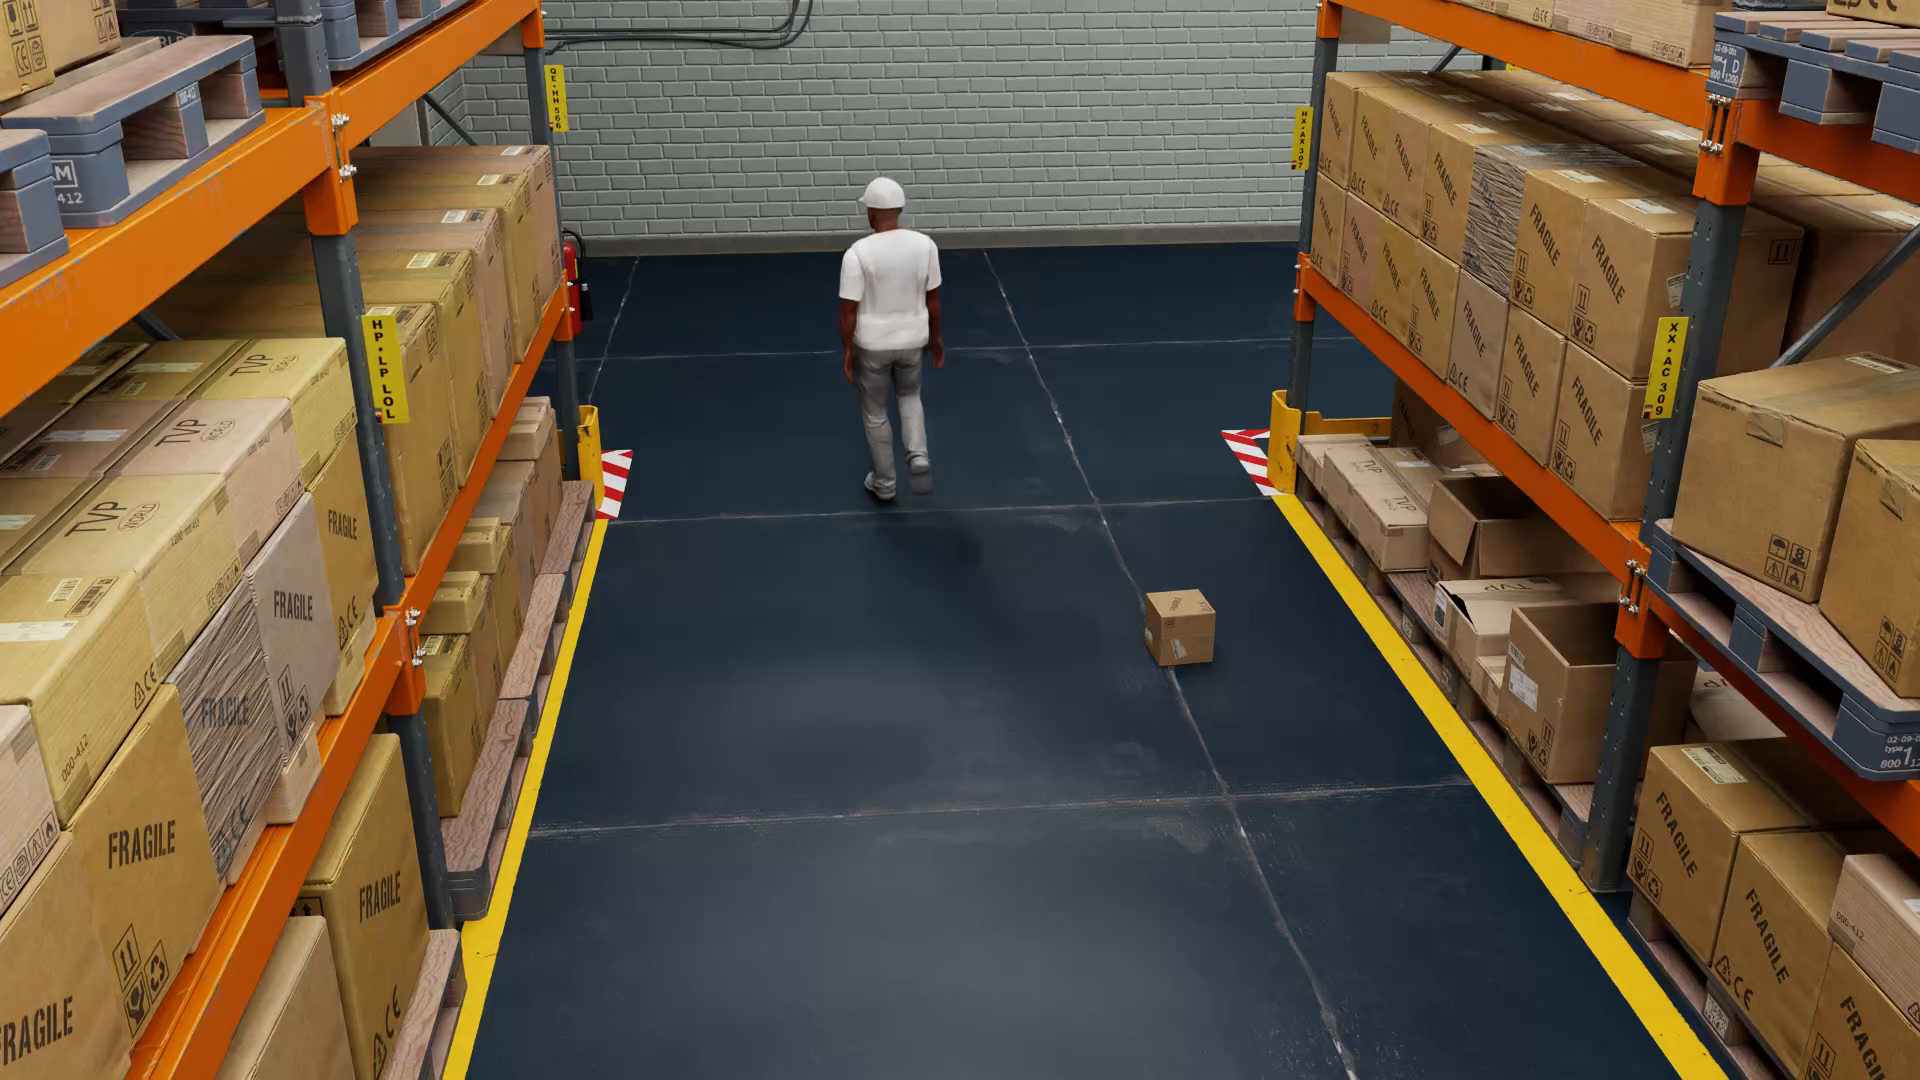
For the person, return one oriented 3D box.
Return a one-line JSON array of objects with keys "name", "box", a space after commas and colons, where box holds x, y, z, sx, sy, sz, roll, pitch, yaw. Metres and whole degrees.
[{"name": "person", "box": [-0.363, -1.056, 8.918, 0.601, 1.755, 0.510, -9, 25, -20]}]
